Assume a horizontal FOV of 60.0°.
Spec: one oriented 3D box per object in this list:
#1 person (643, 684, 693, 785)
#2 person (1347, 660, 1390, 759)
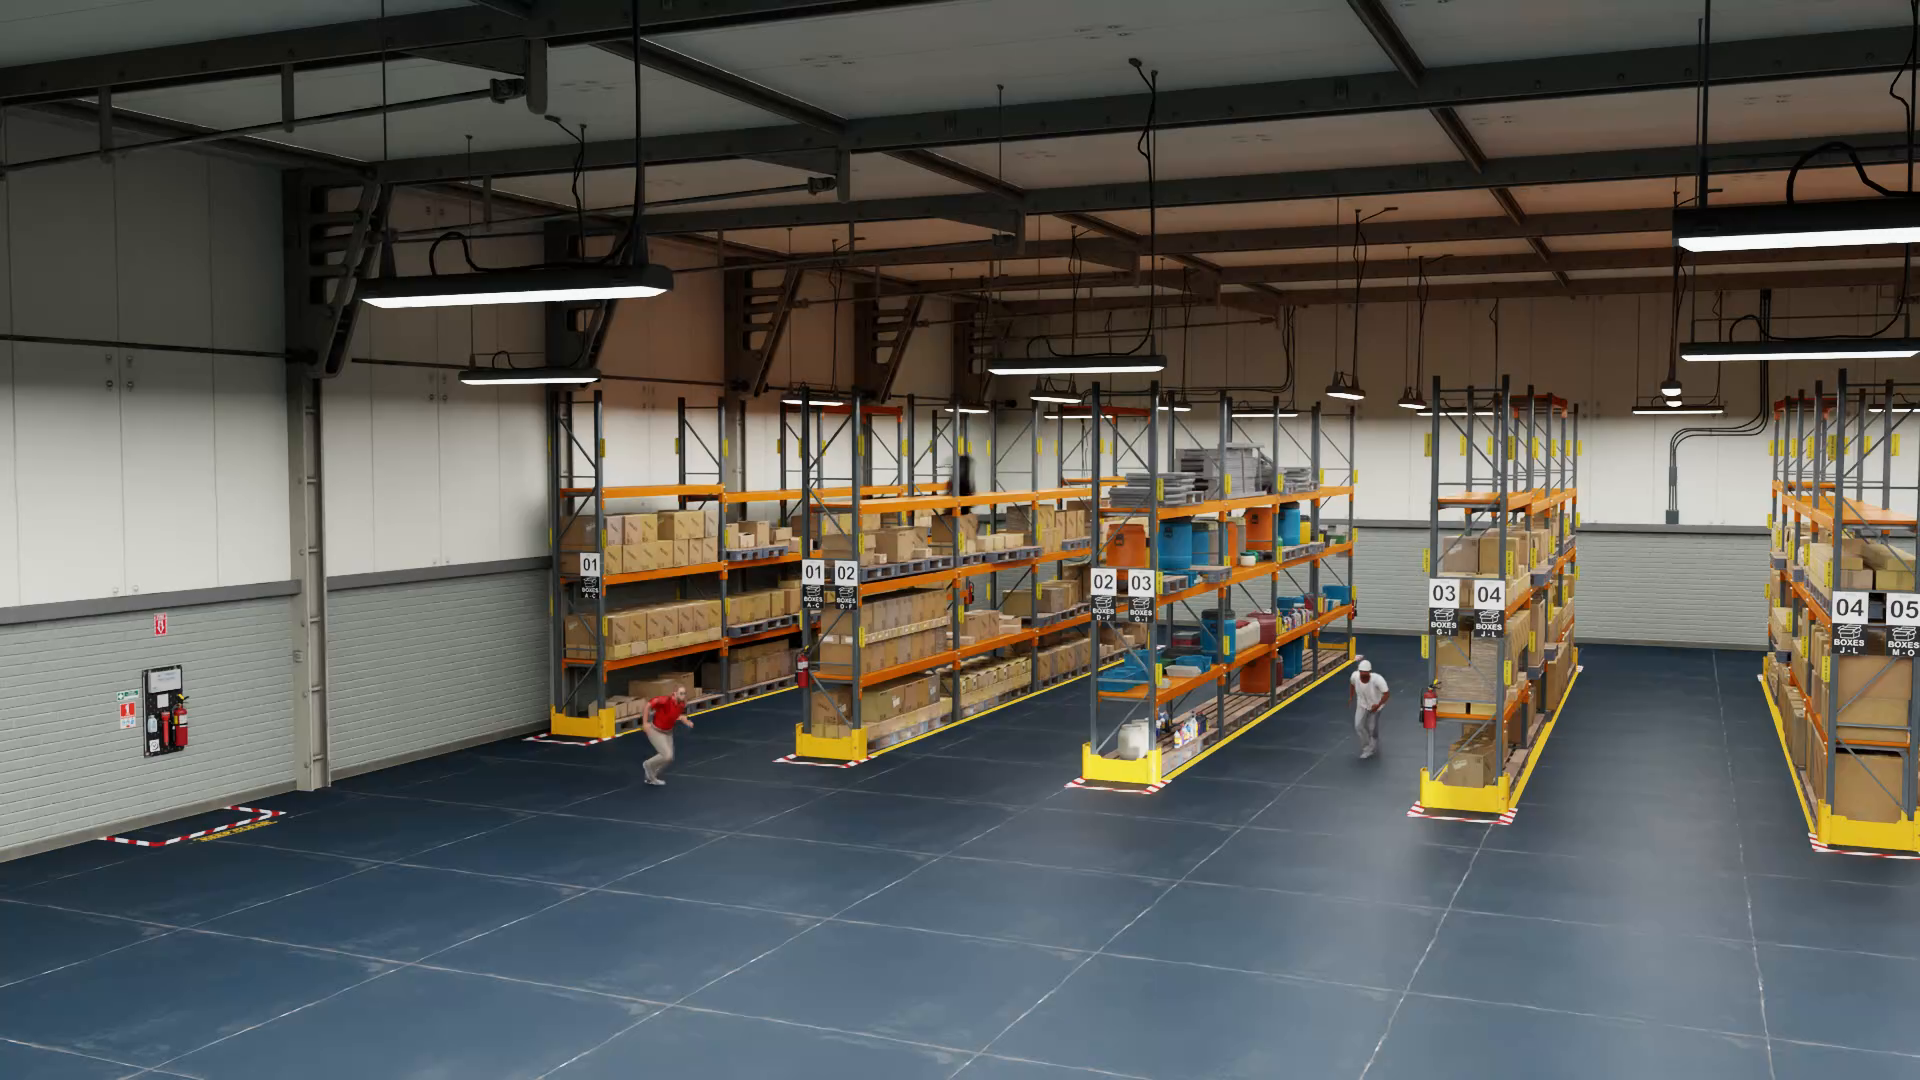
[{"bbox_3d":[-4.347,2.878,24.496,0.852,1.548,0.697,2,4,28],"label":"person"},{"bbox_3d":[6.692,2.712,27.060,0.703,1.611,1.123,2,4,30],"label":"person"}]
